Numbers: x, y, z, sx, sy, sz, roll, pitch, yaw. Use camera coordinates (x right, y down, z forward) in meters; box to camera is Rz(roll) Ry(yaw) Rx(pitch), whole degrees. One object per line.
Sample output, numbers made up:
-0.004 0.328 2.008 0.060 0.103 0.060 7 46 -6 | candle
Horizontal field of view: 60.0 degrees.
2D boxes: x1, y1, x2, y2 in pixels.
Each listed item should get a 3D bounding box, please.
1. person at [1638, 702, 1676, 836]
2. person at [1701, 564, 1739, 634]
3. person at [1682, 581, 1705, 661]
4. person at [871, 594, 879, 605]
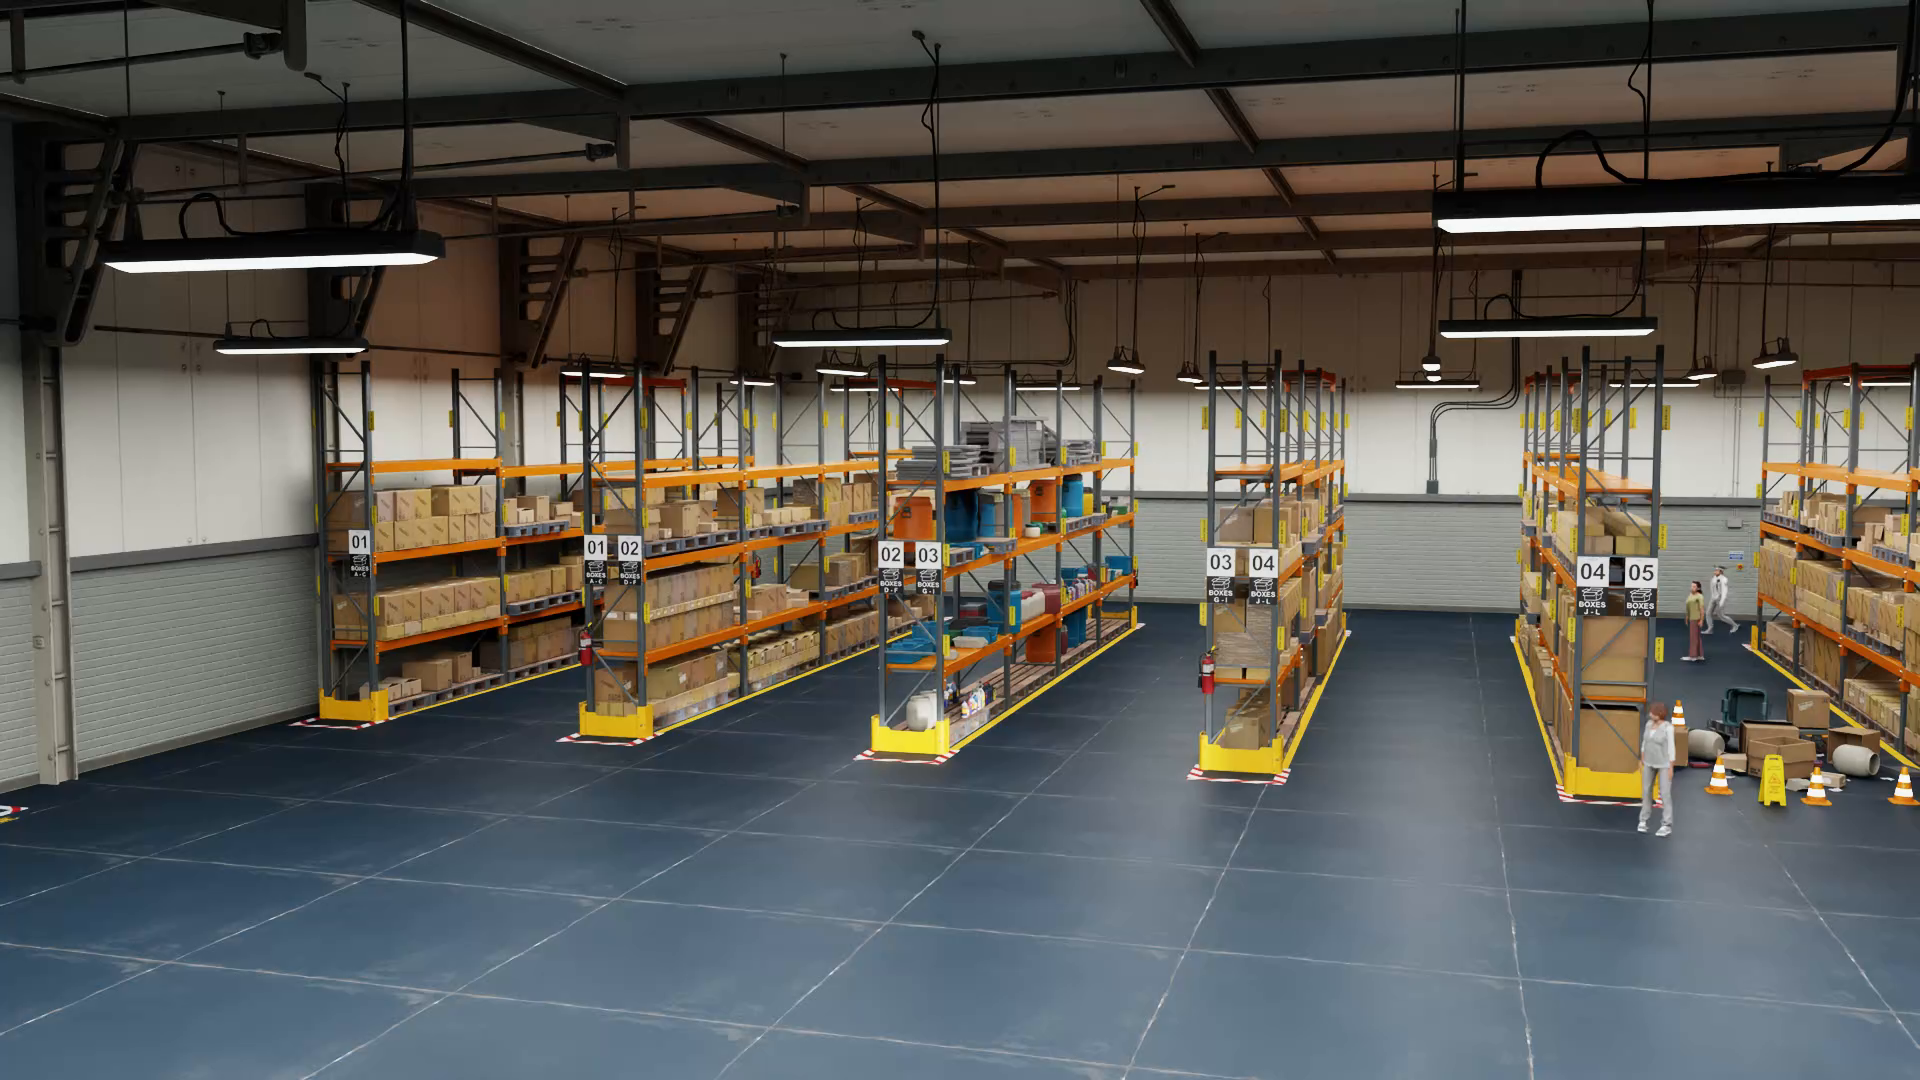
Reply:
8.444 2.757 20.177 0.367 1.603 0.455 -3 5 -33 | person
17.769 1.386 38.877 0.817 1.636 0.510 0 4 -2 | person
15.365 1.686 34.825 0.450 1.671 0.468 1 4 15 | person
-2.092 1.054 42.897 0.418 1.799 0.616 3 5 35 | person
